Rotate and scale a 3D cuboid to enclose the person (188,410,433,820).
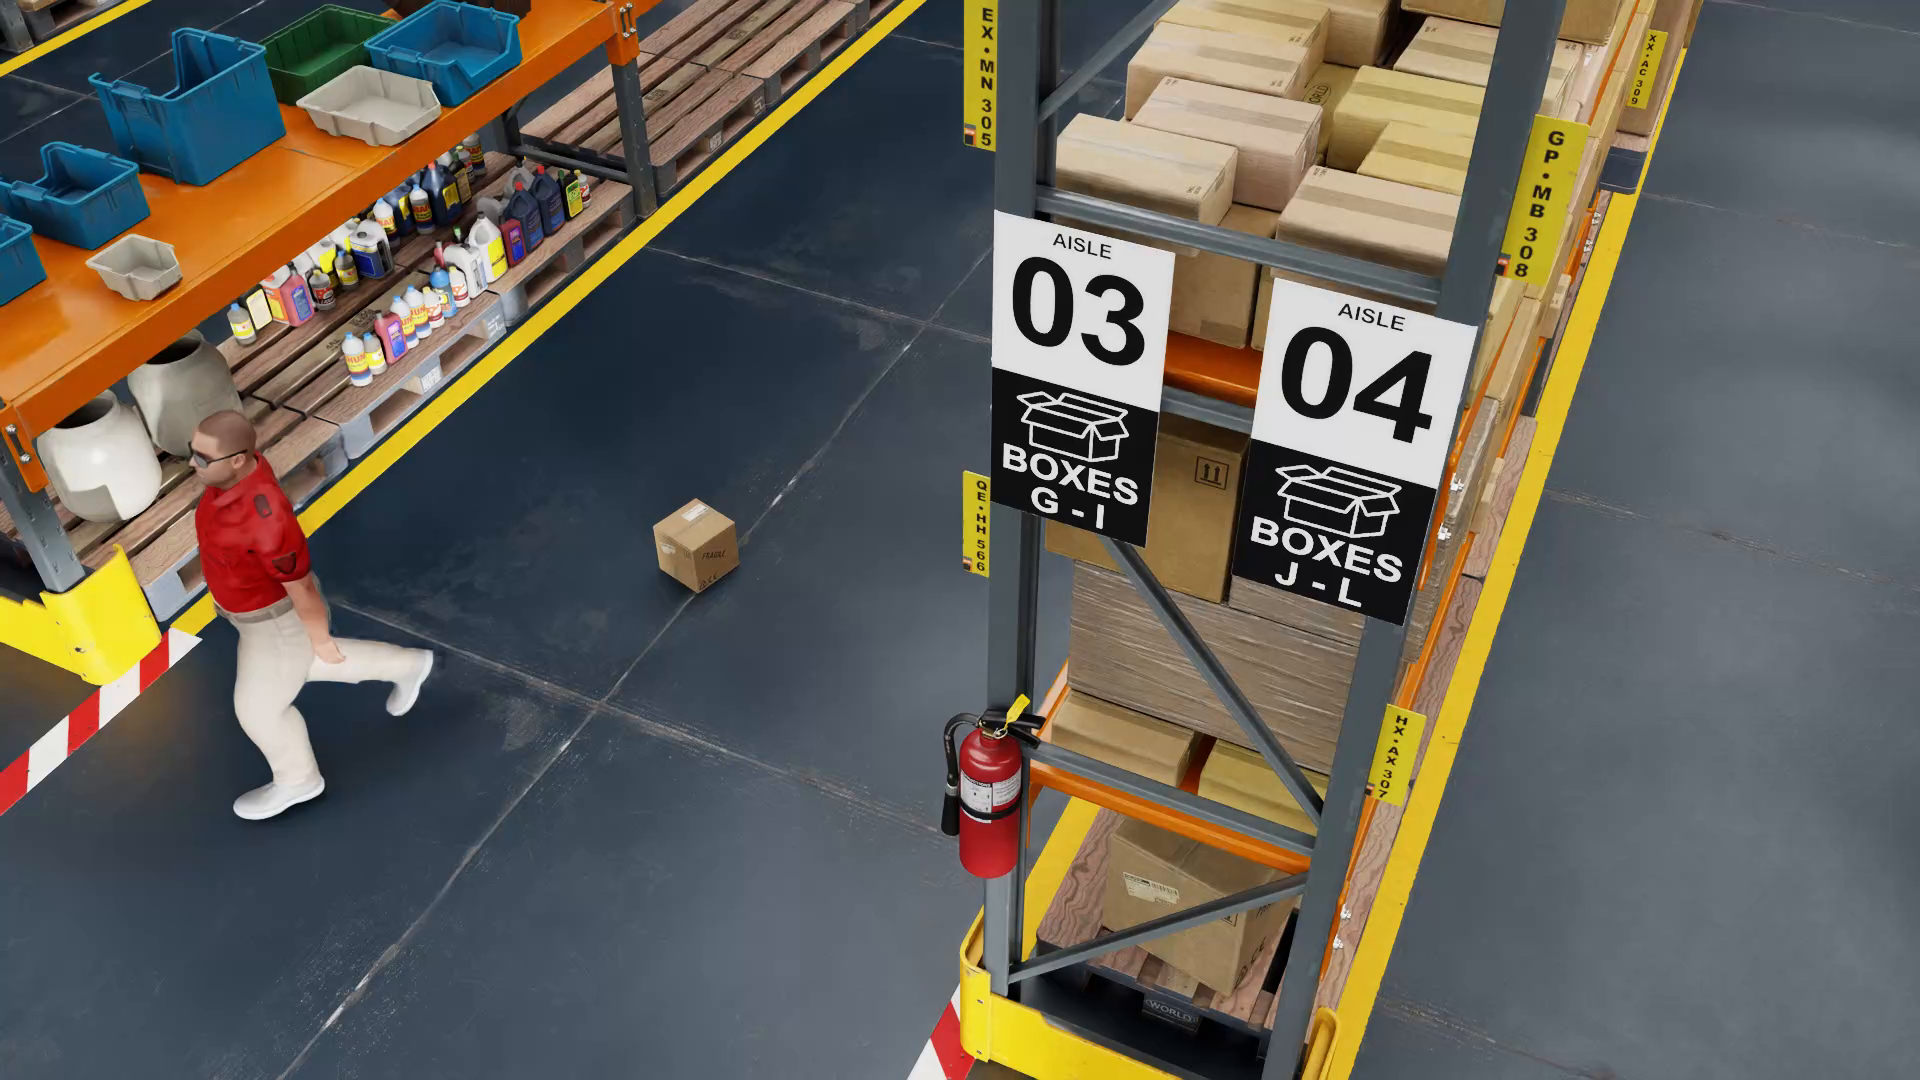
[{"bbox_3d":[-2.383,0.223,5.901,0.862,1.688,0.529,-21,46,-22],"label":"person"}]
